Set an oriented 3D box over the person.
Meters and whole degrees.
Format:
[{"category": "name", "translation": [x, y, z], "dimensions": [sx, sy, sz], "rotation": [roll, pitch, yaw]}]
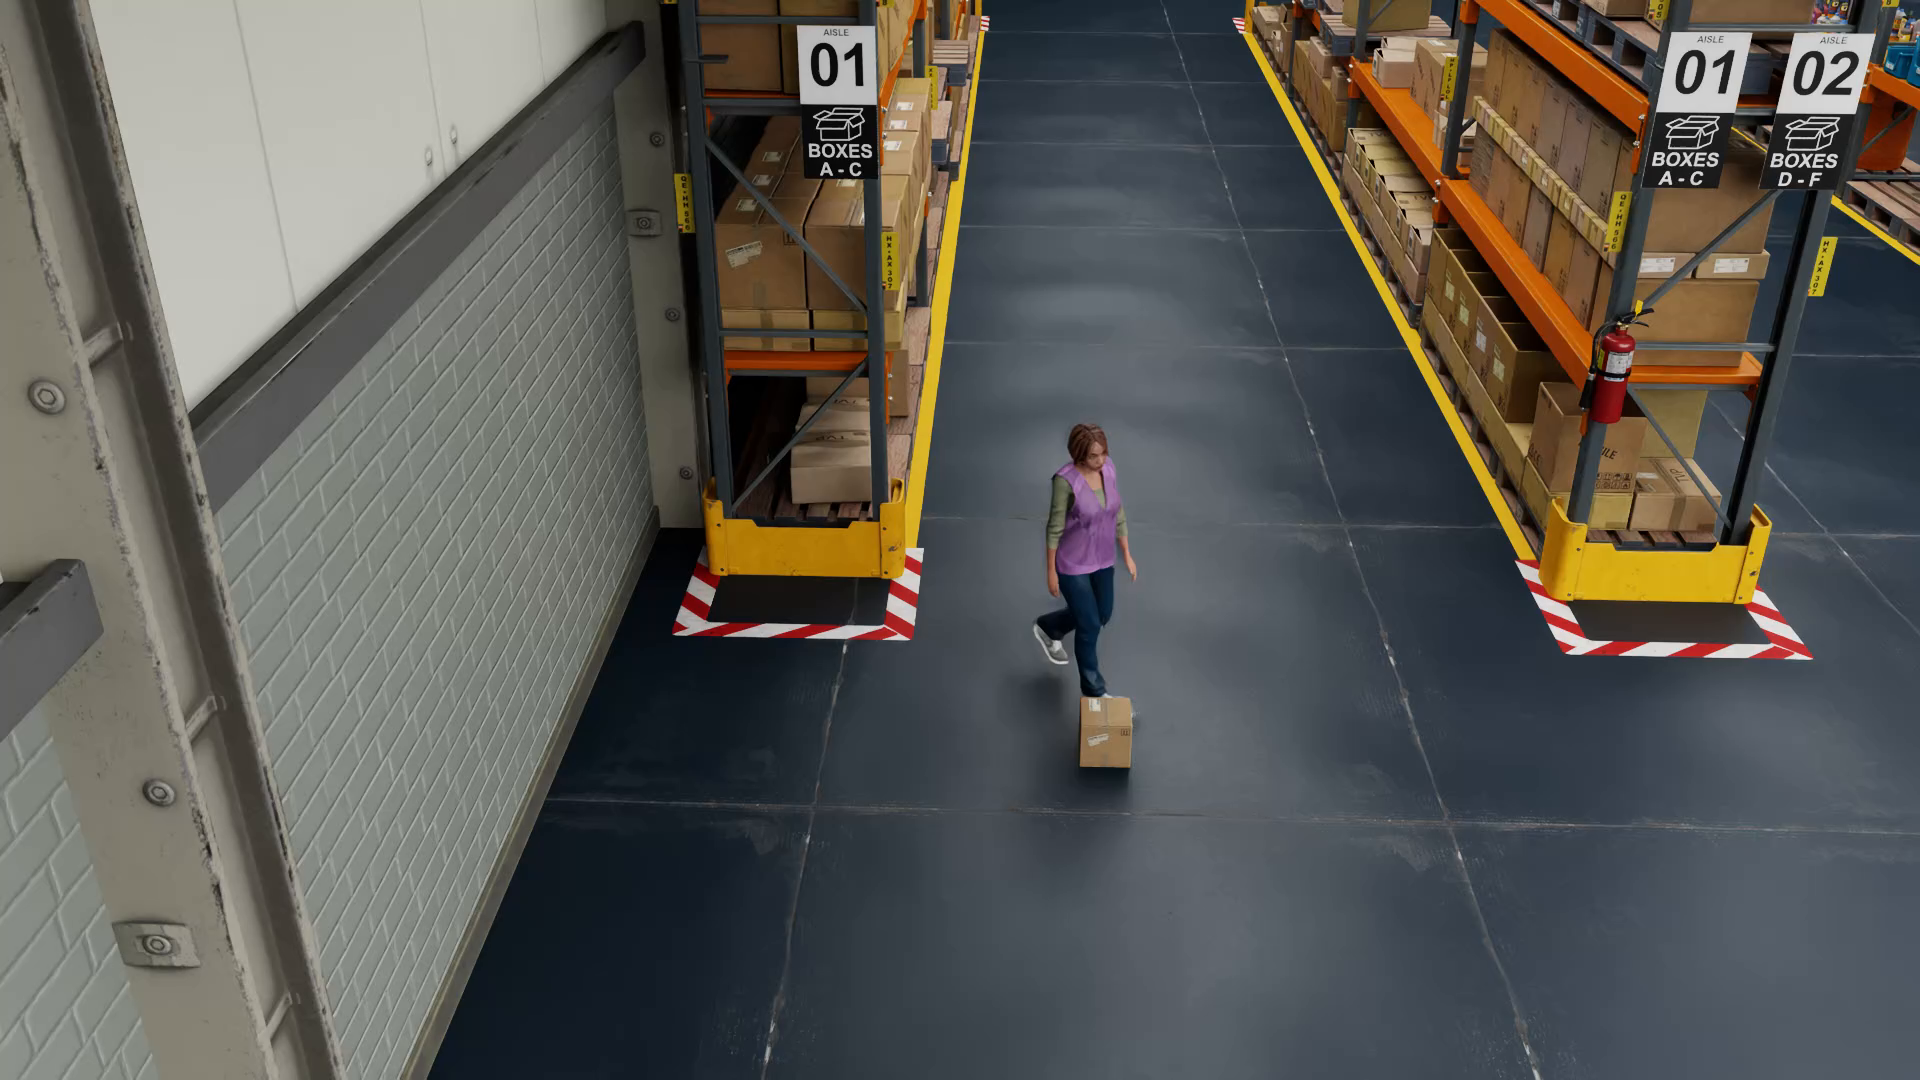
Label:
[{"category": "person", "translation": [0.611, 0.106, 8.434], "dimensions": [0.420, 1.583, 0.724], "rotation": [-23, 36, -36]}]
